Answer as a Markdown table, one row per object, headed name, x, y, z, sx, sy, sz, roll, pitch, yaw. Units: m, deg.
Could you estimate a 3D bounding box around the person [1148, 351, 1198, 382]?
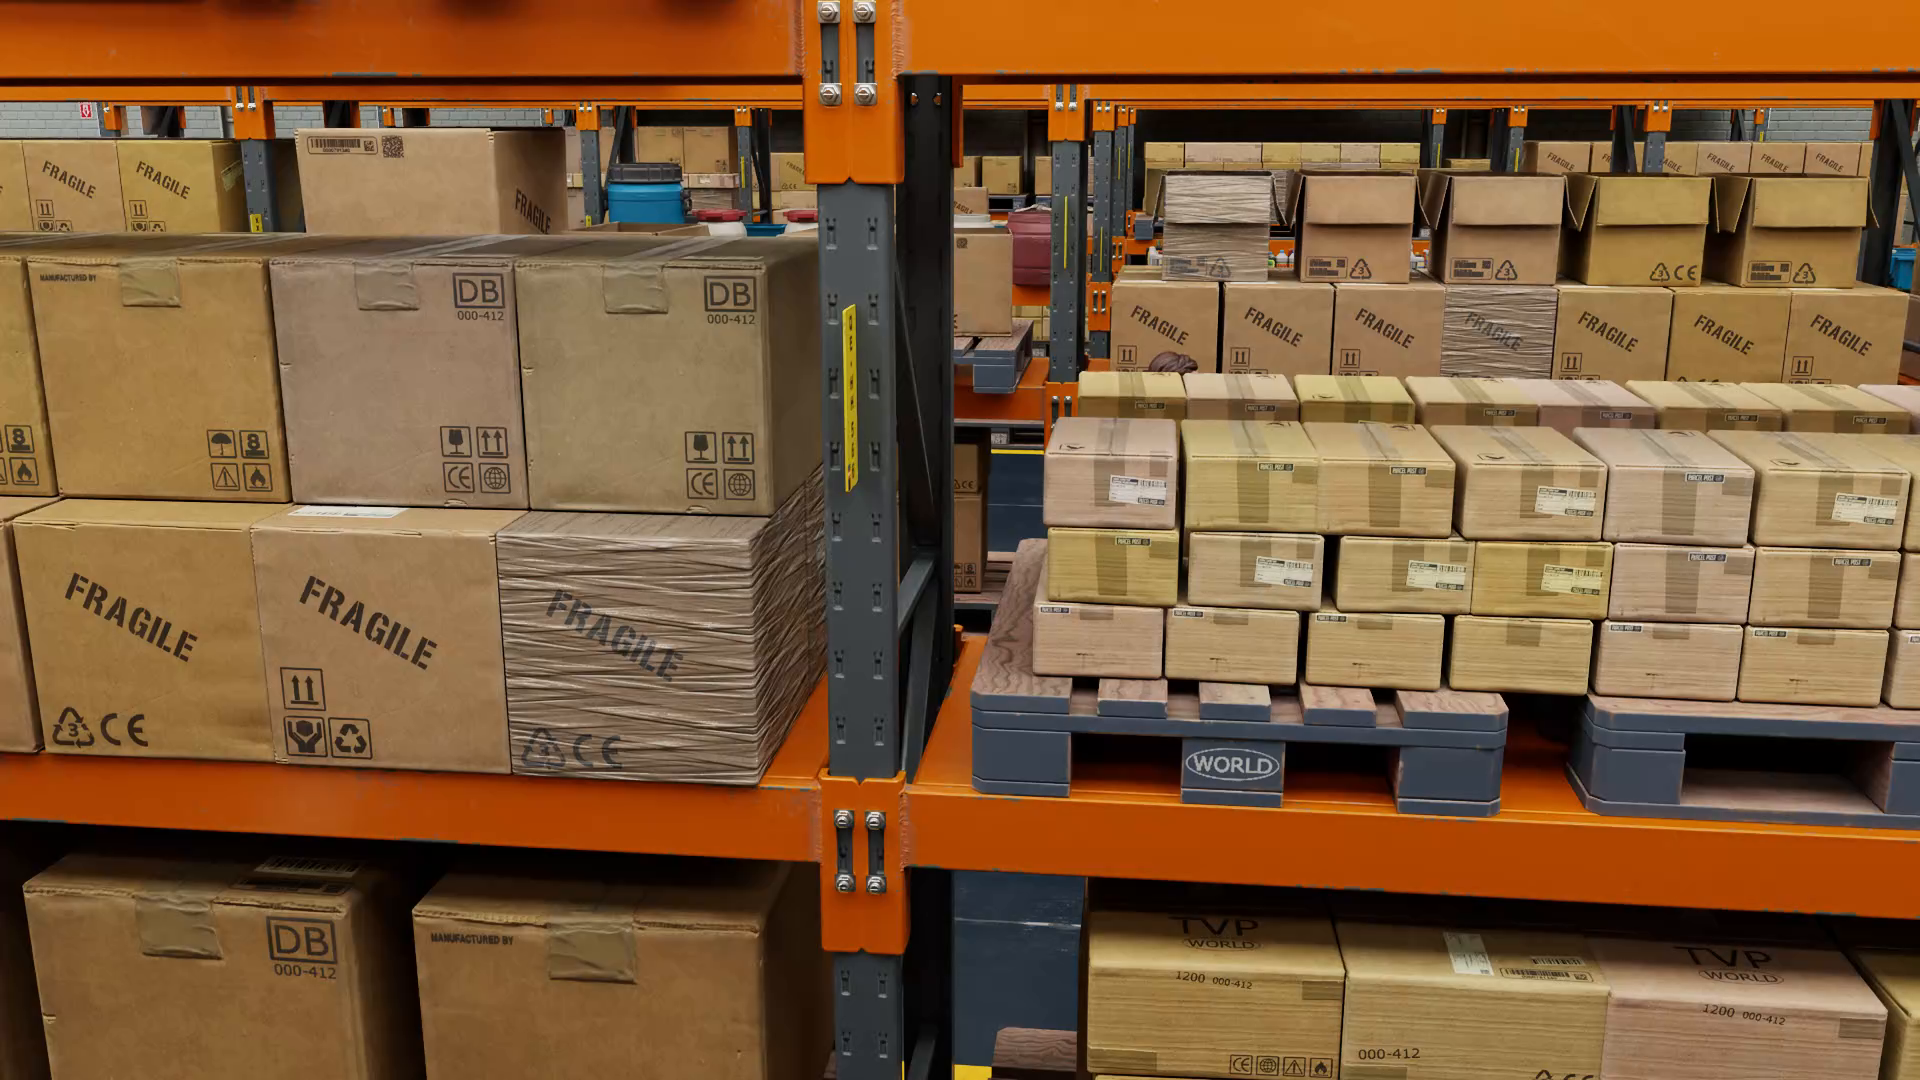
| name | x | y | z | sx | sy | sz | roll | pitch | yaw |
| --- | --- | --- | --- | --- | --- | --- | --- | --- | --- |
| person | 0.818 | 0.075 | 6.717 | 0.408 | 1.673 | 0.519 | 1 | 14 | 4 |
